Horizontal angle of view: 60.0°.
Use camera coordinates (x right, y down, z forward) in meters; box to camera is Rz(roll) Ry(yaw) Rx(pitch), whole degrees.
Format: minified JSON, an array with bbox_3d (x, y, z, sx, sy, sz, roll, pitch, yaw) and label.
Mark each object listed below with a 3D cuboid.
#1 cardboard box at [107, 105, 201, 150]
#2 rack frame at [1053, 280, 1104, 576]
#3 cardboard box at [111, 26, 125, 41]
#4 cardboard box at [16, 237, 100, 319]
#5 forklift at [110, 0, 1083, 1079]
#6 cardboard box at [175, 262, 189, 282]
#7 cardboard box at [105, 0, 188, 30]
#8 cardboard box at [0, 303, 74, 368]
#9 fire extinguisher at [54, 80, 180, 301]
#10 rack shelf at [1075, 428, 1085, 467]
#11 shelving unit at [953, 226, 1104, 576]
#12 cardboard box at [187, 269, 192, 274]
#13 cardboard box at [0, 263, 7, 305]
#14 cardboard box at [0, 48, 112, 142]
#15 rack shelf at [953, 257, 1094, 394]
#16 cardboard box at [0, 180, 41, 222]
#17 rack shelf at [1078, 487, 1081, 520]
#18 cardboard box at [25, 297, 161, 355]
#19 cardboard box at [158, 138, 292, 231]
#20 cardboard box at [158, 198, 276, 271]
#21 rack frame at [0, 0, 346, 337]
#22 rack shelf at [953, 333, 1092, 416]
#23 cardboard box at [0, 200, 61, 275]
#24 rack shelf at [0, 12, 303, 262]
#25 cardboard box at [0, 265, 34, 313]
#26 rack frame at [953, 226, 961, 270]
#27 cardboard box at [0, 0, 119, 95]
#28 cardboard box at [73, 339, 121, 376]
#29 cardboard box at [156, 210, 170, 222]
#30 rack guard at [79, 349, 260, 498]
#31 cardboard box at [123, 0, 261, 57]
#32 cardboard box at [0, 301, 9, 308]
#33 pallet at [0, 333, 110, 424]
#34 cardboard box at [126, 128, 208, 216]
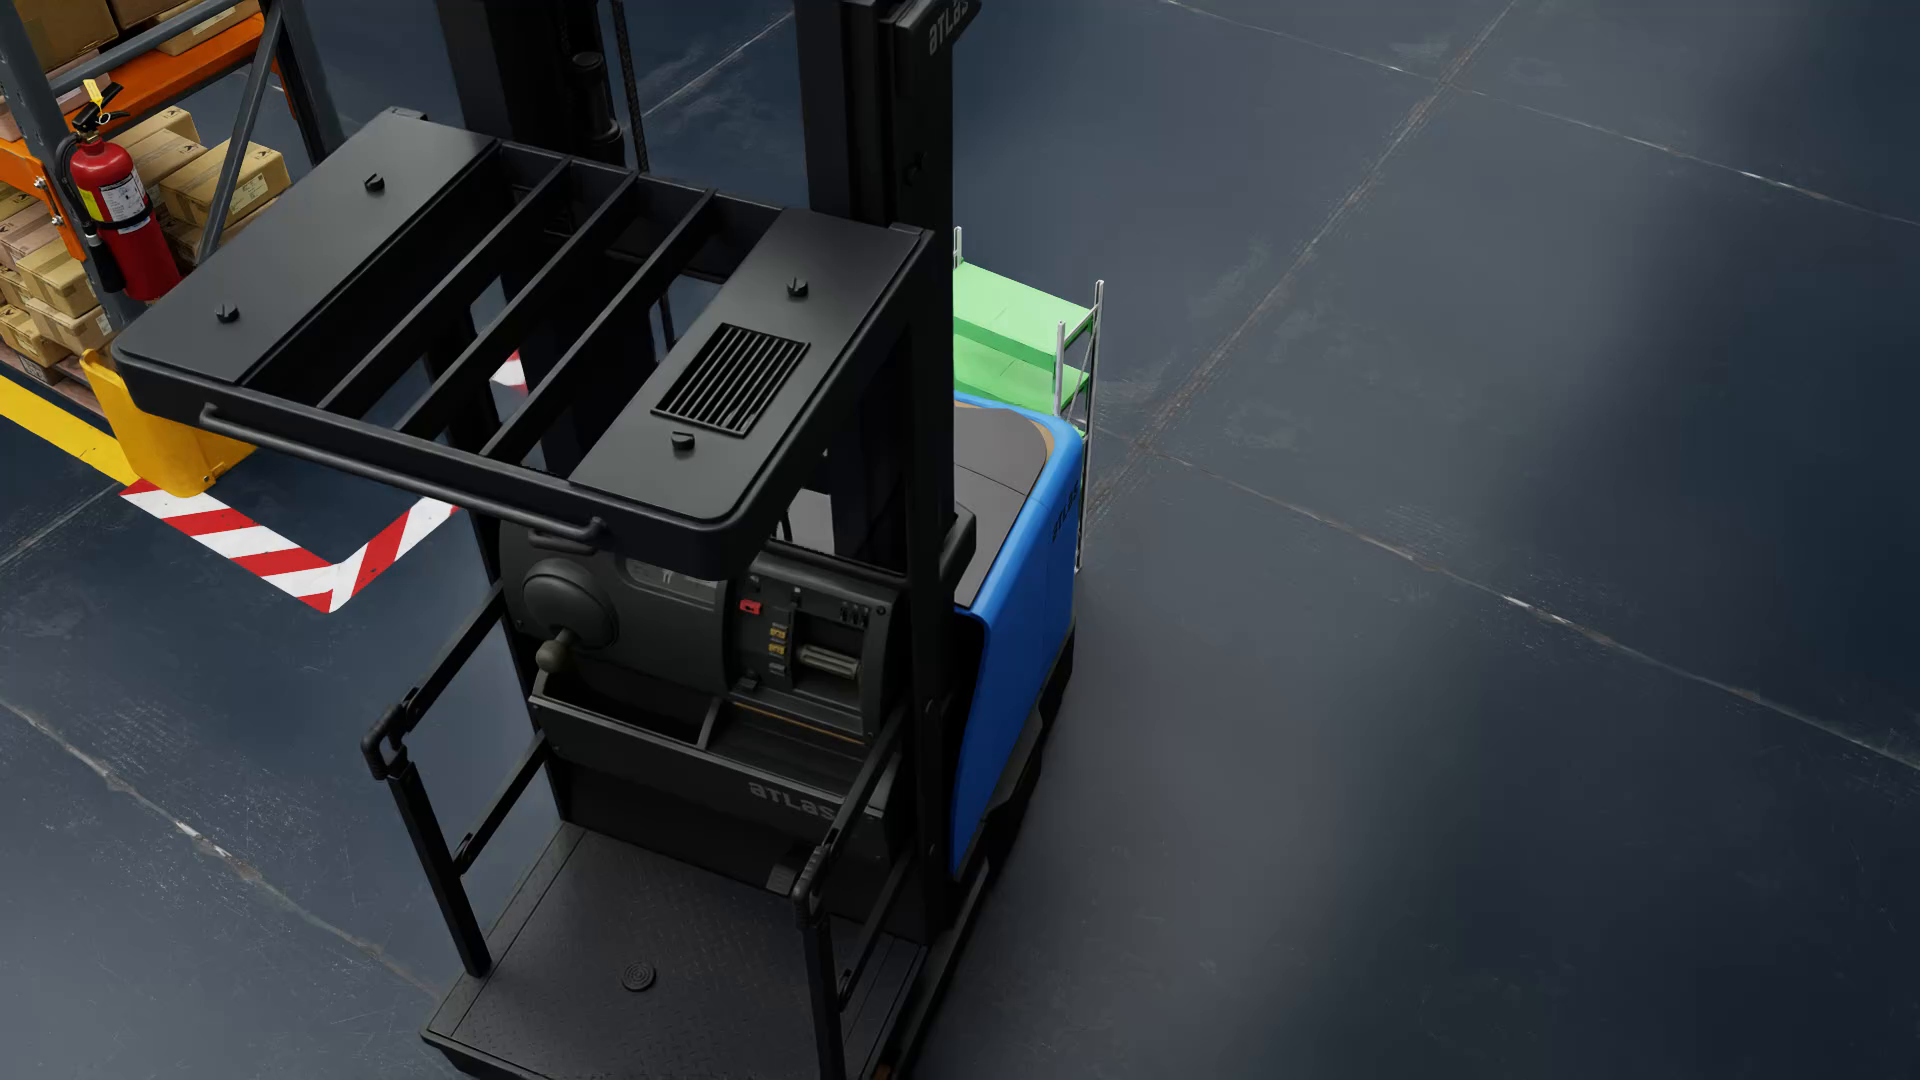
[{"bbox_3d":[-3.193,-1.543,6.438,0.250,0.149,0.380,25,51,22],"label":"cardboard box"},{"bbox_3d":[0.345,-0.260,5.166,0.015,1.200,0.240,25,51,22],"label":"rack frame"},{"bbox_3d":[-2.827,-1.875,5.656,0.250,0.149,0.380,26,51,23],"label":"cardboard box"},{"bbox_3d":[-3.077,-0.978,5.889,0.250,0.149,0.380,25,51,23],"label":"cardboard box"},{"bbox_3d":[-0.657,0.261,3.452,1.130,2.935,3.031,16,48,15],"label":"forklift"},{"bbox_3d":[-3.028,-1.167,6.487,0.250,0.149,0.380,25,51,22],"label":"cardboard box"},{"bbox_3d":[-2.724,-2.045,5.368,0.500,0.500,0.500,27,52,24],"label":"cardboard box"},{"bbox_3d":[-3.322,-0.835,6.165,0.250,0.149,0.380,26,51,23],"label":"cardboard box"},{"bbox_3d":[-2.532,-1.033,4.976,0.183,0.674,0.296,25,51,22],"label":"fire extinguisher"},{"bbox_3d":[0.139,-0.310,5.303,0.480,0.148,0.258,25,51,22],"label":"rack shelf"},{"bbox_3d":[0.139,-0.354,5.257,0.503,1.200,0.258,25,51,22],"label":"shelving unit"},{"bbox_3d":[-2.763,-1.115,6.437,0.250,0.149,0.380,26,51,23],"label":"cardboard box"},{"bbox_3d":[-3.532,-1.054,6.171,0.250,0.149,0.380,23,50,21],"label":"cardboard box"},{"bbox_3d":[-2.922,-1.434,5.227,0.250,0.149,0.380,25,51,22],"label":"cardboard box"},{"bbox_3d":[0.139,-0.644,4.959,0.480,0.148,0.258,25,51,22],"label":"rack shelf"},{"bbox_3d":[-3.545,-1.133,6.040,0.250,0.149,0.380,24,50,21],"label":"cardboard box"},{"bbox_3d":[0.139,-0.142,5.475,0.480,0.148,0.258,25,51,22],"label":"rack shelf"},{"bbox_3d":[-3.093,-0.854,5.976,0.250,0.149,0.380,23,50,21],"label":"cardboard box"},{"bbox_3d":[-2.753,-1.334,6.235,0.250,0.149,0.380,23,50,20],"label":"cardboard box"},{"bbox_3d":[-2.797,-1.180,6.293,0.250,0.149,0.380,27,52,24],"label":"cardboard box"},{"bbox_3d":[-2.495,-1.566,5.180,0.127,3.000,1.000,25,51,22],"label":"rack frame"},{"bbox_3d":[0.139,-0.477,5.131,0.480,0.148,0.258,25,51,22],"label":"rack shelf"},{"bbox_3d":[-3.258,-1.110,6.017,0.250,0.149,0.380,26,51,23],"label":"cardboard box"},{"bbox_3d":[-4.179,-2.089,6.190,4.000,0.370,1.077,25,51,22],"label":"rack shelf"},{"bbox_3d":[-3.284,-0.988,6.106,0.250,0.149,0.380,24,50,21],"label":"cardboard box"},{"bbox_3d":[-0.066,-0.449,5.349,0.015,1.200,0.240,25,51,22],"label":"rack frame"},{"bbox_3d":[-3.012,-1.723,5.056,0.500,0.500,0.500,26,51,23],"label":"cardboard box"},{"bbox_3d":[-3.051,-0.797,6.128,0.250,0.149,0.380,26,51,23],"label":"cardboard box"},{"bbox_3d":[-2.998,-1.320,6.429,0.250,0.149,0.380,24,51,22],"label":"cardboard box"},{"bbox_3d":[-2.559,-0.724,6.105,0.348,0.500,1.175,25,51,22],"label":"rack guard"},{"bbox_3d":[-2.591,-1.802,5.584,0.250,0.149,0.380,24,51,22],"label":"cardboard box"},{"bbox_3d":[-3.498,-0.989,6.315,0.250,0.149,0.380,24,51,22],"label":"cardboard box"},{"bbox_3d":[-3.224,-0.959,6.535,1.213,0.211,1.003,25,51,22],"label":"pallet"},{"bbox_3d":[-3.050,-1.368,6.268,0.250,0.149,0.380,26,51,23],"label":"cardboard box"}]
